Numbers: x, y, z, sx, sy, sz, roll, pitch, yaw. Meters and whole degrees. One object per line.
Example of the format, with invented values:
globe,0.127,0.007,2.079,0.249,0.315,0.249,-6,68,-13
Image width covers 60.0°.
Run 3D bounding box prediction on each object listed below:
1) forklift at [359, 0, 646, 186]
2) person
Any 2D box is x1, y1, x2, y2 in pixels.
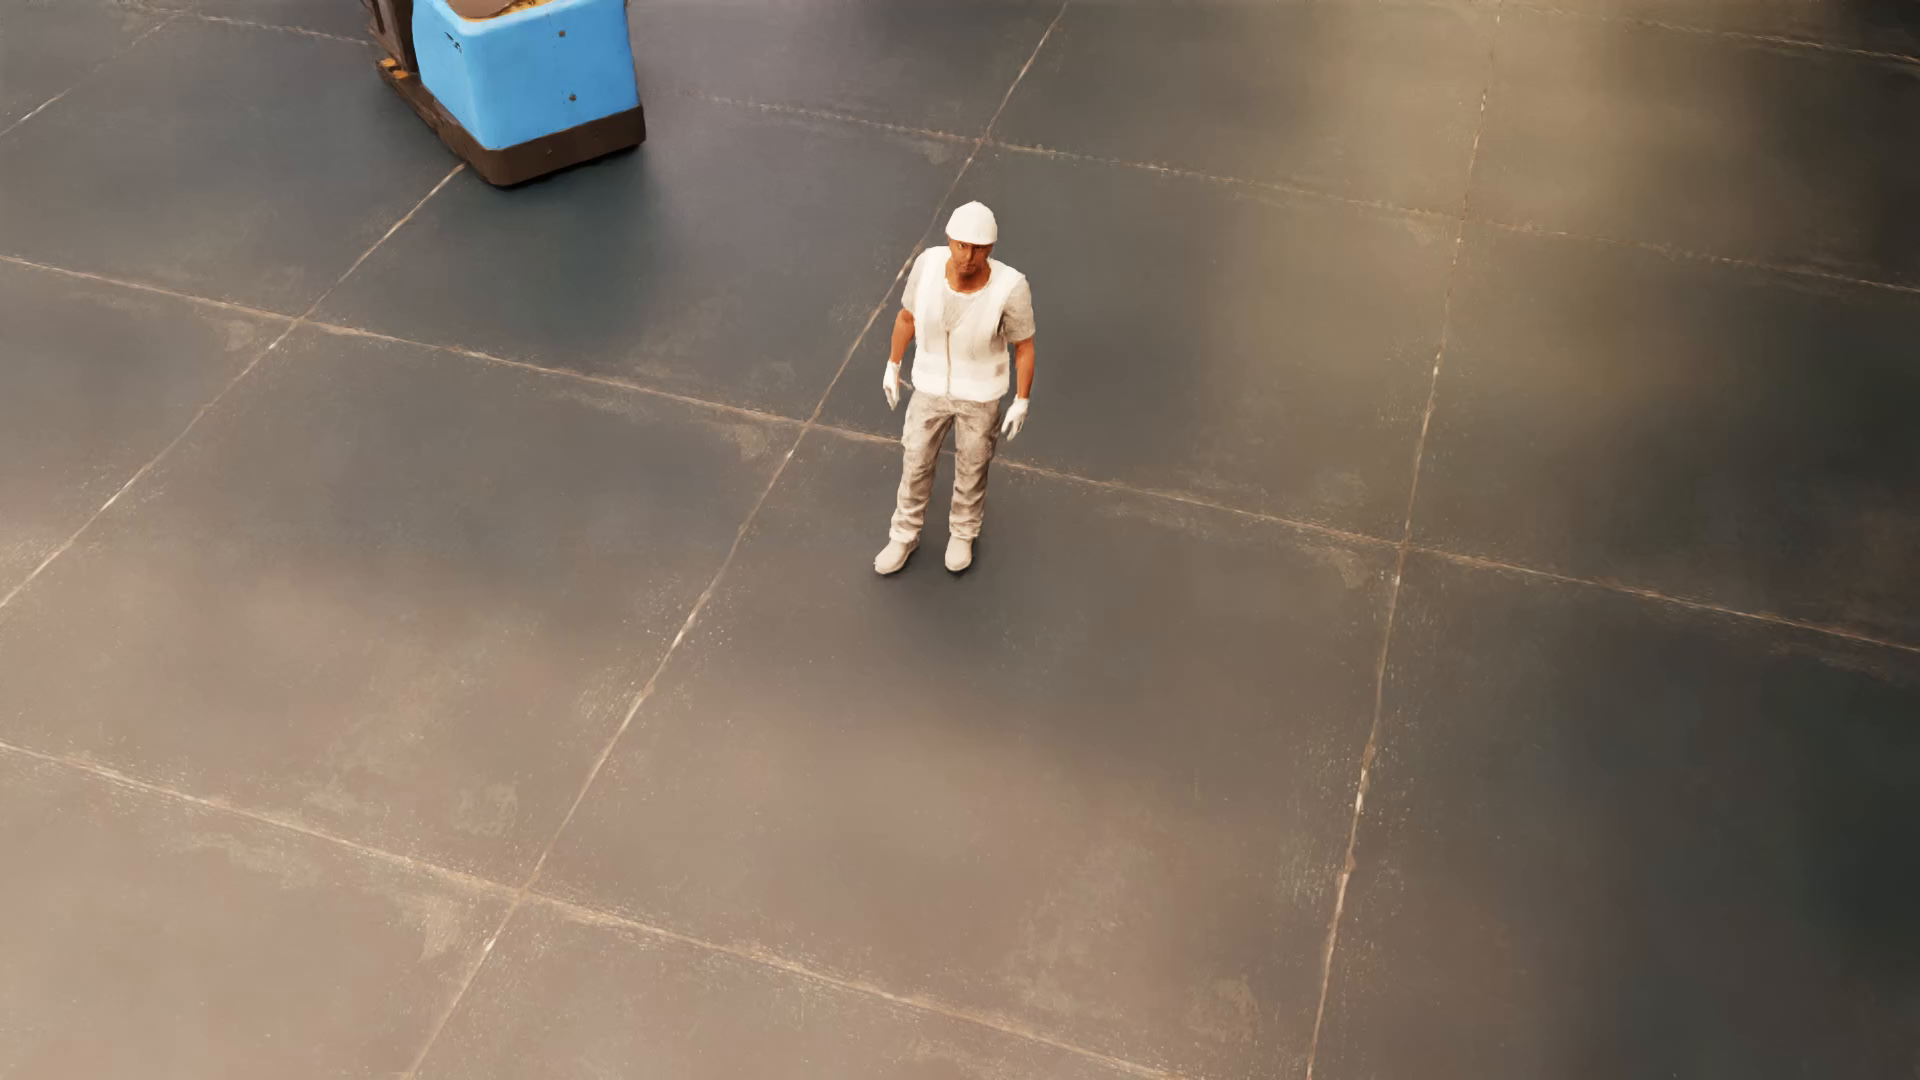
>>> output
forklift,-3.229,-4.180,10.182,1.130,2.935,3.031,-25,49,-25
person,-0.029,-0.613,7.180,0.655,1.782,0.576,12,44,13
